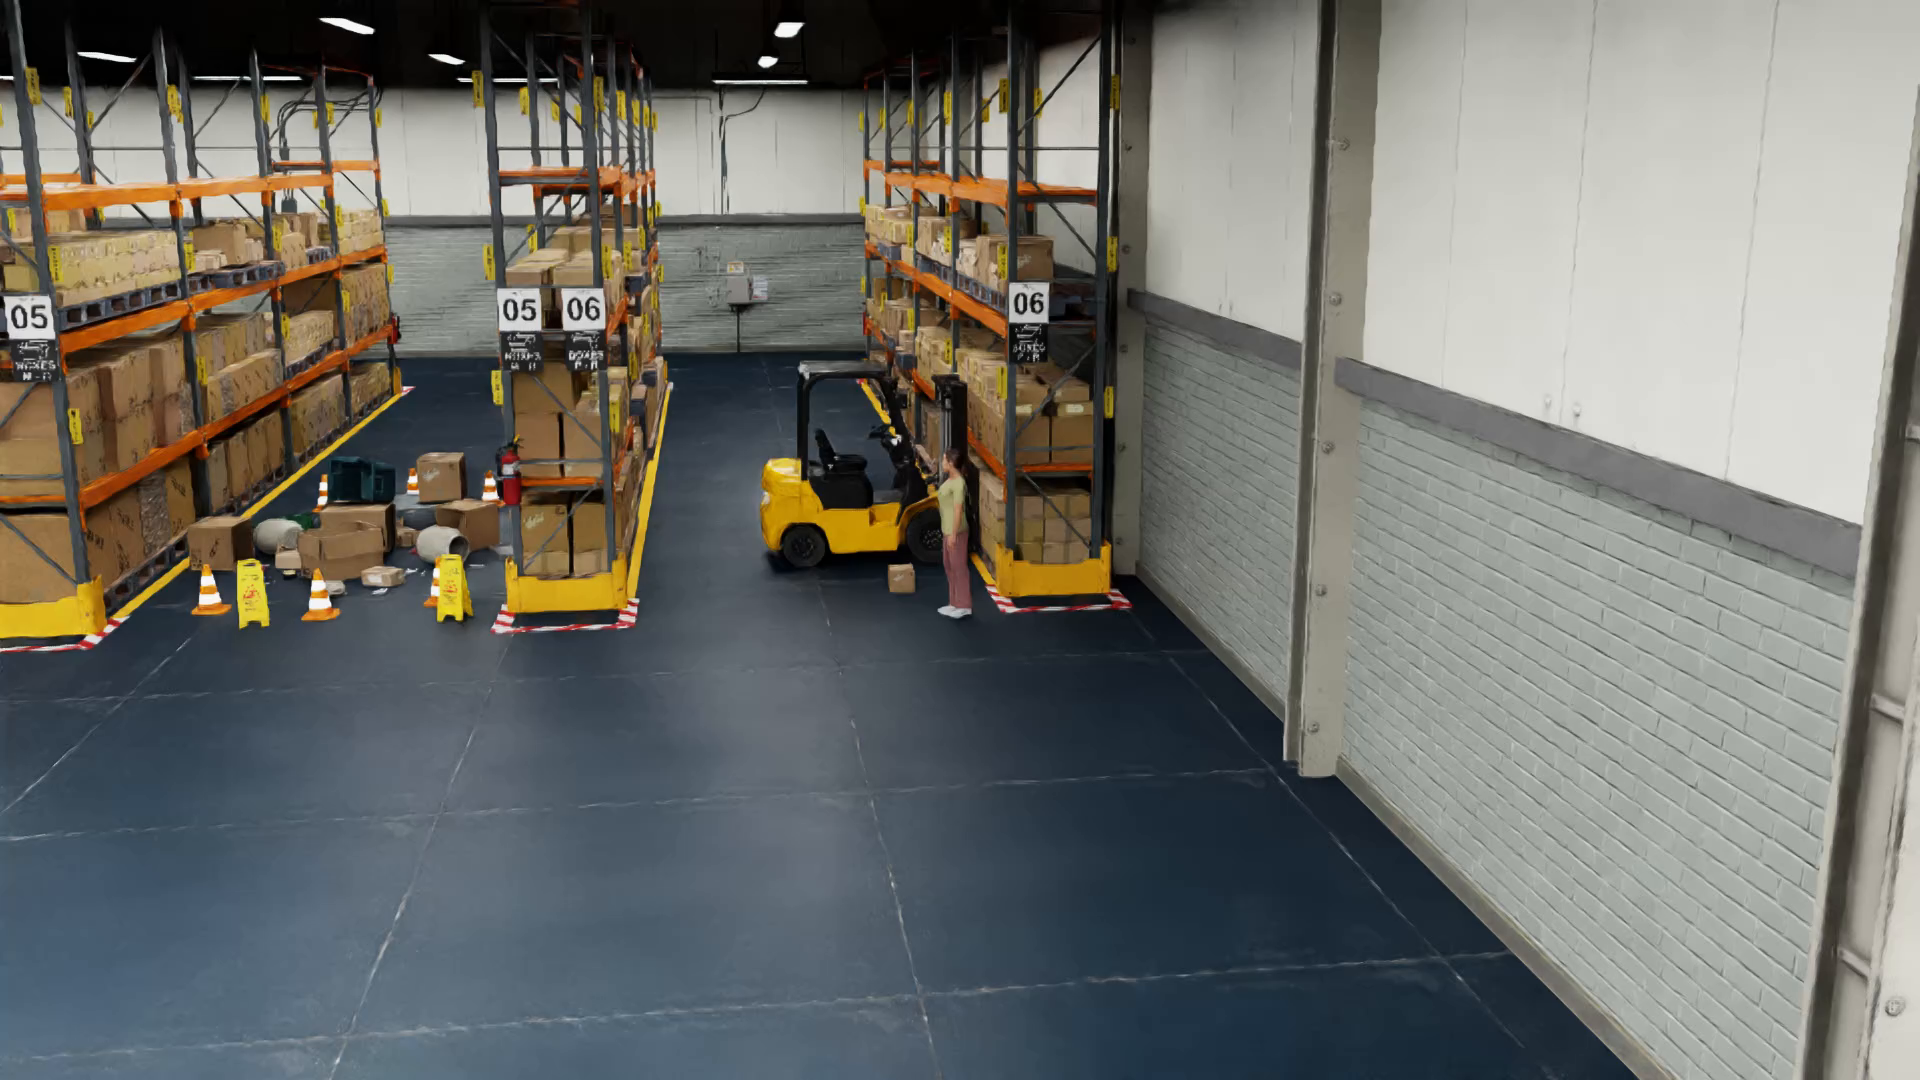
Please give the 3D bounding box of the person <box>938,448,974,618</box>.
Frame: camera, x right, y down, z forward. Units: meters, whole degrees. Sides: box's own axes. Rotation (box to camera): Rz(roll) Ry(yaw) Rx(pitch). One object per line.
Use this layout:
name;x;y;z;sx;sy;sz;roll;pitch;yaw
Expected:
person;-0.039;-0.073;16.255;0.355;1.680;0.474;-2;13;-10
